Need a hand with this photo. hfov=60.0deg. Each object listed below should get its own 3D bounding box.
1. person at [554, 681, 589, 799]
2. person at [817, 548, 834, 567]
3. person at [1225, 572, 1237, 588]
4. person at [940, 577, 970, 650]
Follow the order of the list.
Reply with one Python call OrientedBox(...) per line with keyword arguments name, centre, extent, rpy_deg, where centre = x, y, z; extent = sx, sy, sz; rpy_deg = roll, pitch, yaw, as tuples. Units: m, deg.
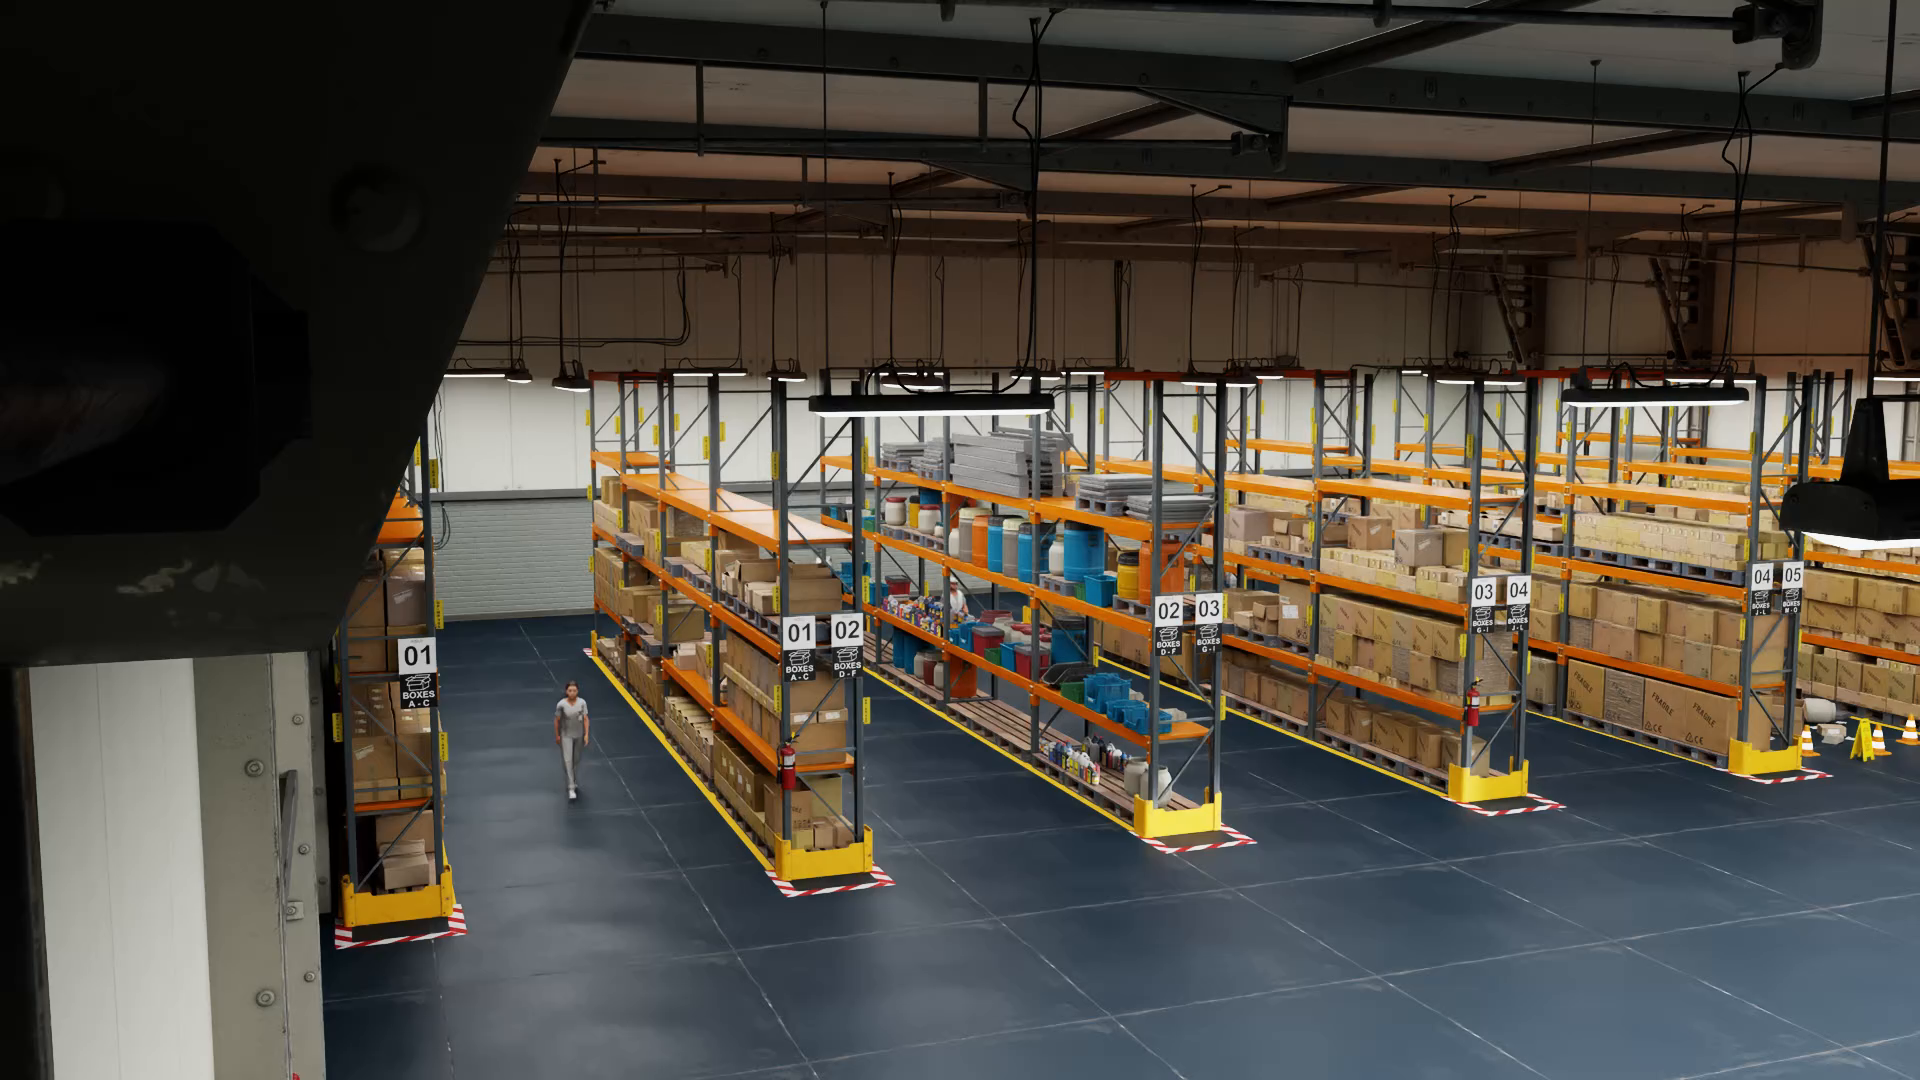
OrientedBox(name="person", centre=(-5.550, 2.835, 23.914), extent=(0.456, 1.623, 0.964), rpy_deg=(-4, 8, -32))
OrientedBox(name="person", centre=(-3.408, 0.928, 40.990), extent=(0.803, 1.643, 0.474), rpy_deg=(2, 7, 19))
OrientedBox(name="person", centre=(7.015, 0.703, 42.592), extent=(0.544, 1.754, 0.966), rpy_deg=(5, 8, 40))
OrientedBox(name="person", centre=(-0.100, 1.631, 34.246), extent=(0.556, 1.740, 1.093), rpy_deg=(-5, 8, -37))
